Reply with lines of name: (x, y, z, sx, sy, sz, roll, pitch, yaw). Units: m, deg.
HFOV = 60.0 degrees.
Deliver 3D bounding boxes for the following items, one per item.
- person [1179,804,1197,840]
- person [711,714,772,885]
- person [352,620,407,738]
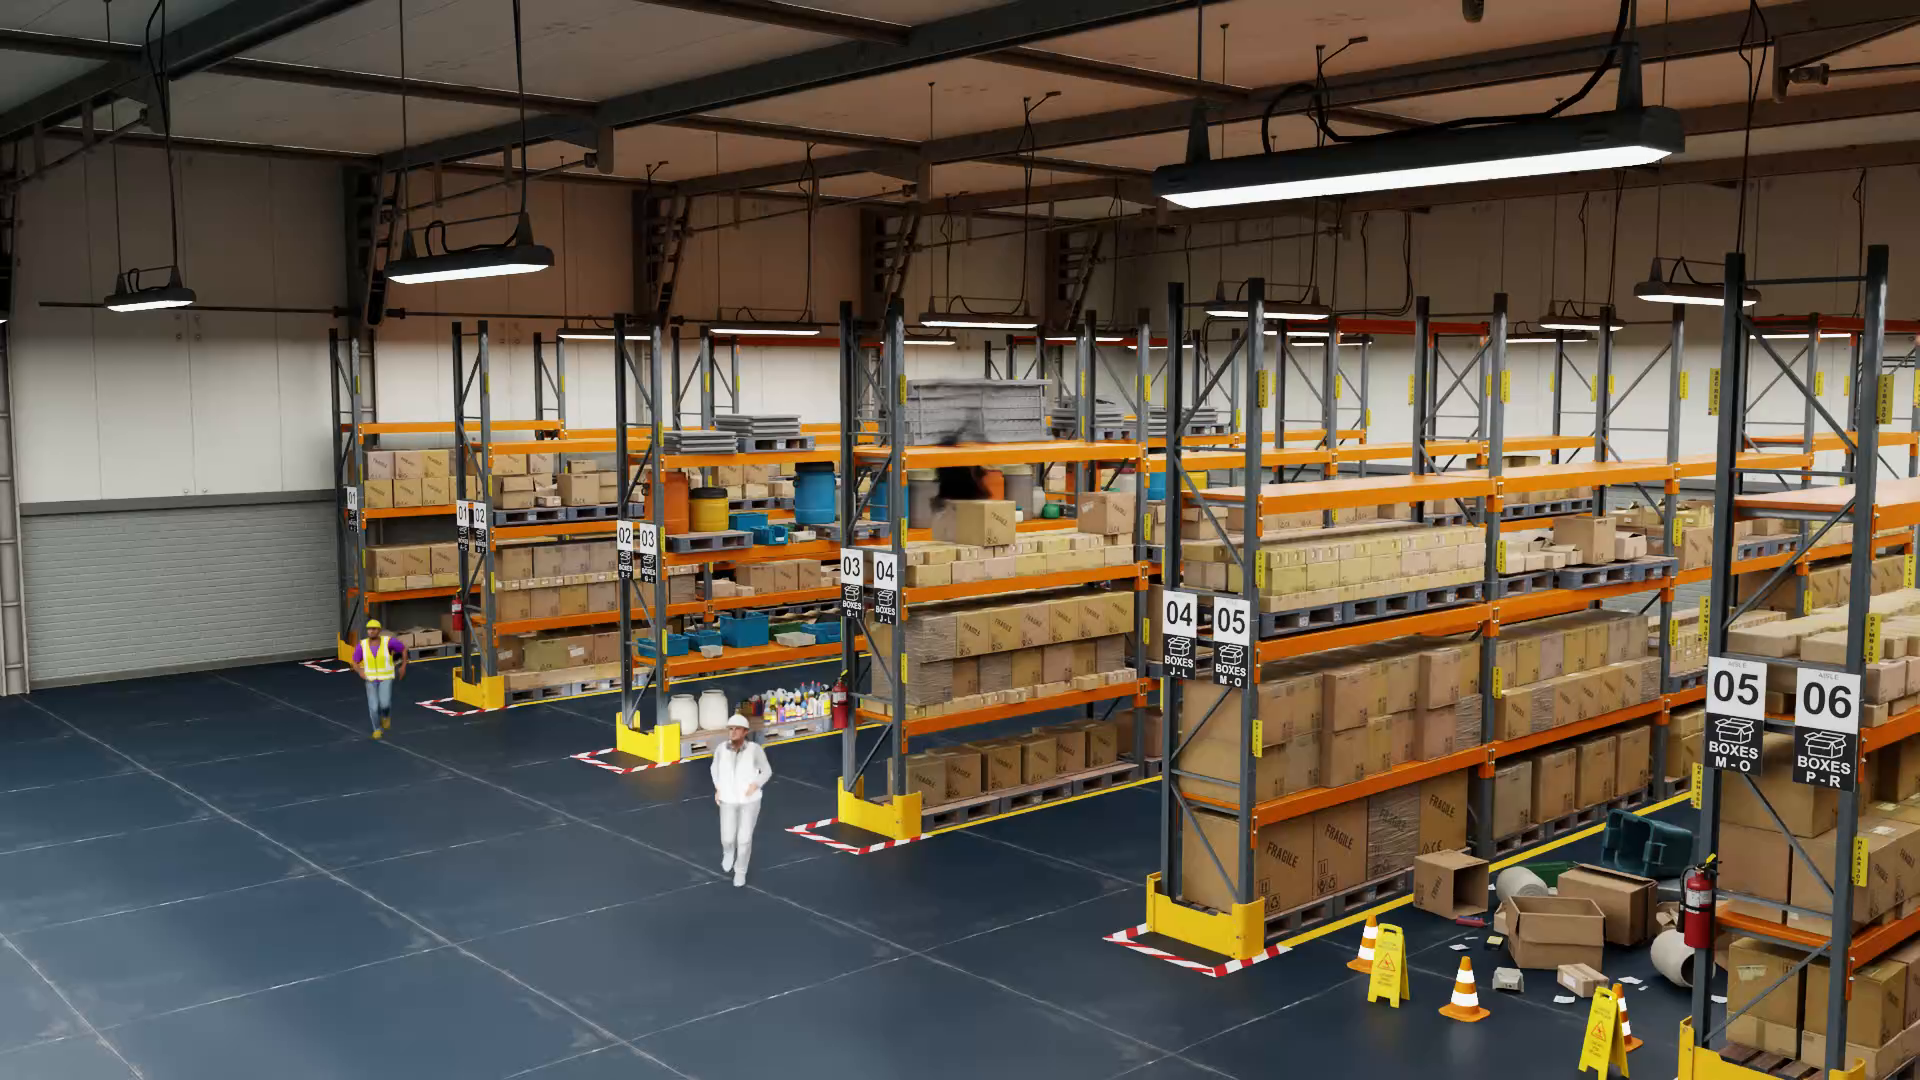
person: (2.800, 2.421, 18.674, 0.728, 1.761, 1.034, 5, 8, 41)
person: (-2.237, 2.638, 16.909, 0.652, 1.744, 0.610, 0, 6, 3)
person: (-8.238, 1.980, 23.581, 0.729, 1.719, 0.684, -1, 6, -10)
